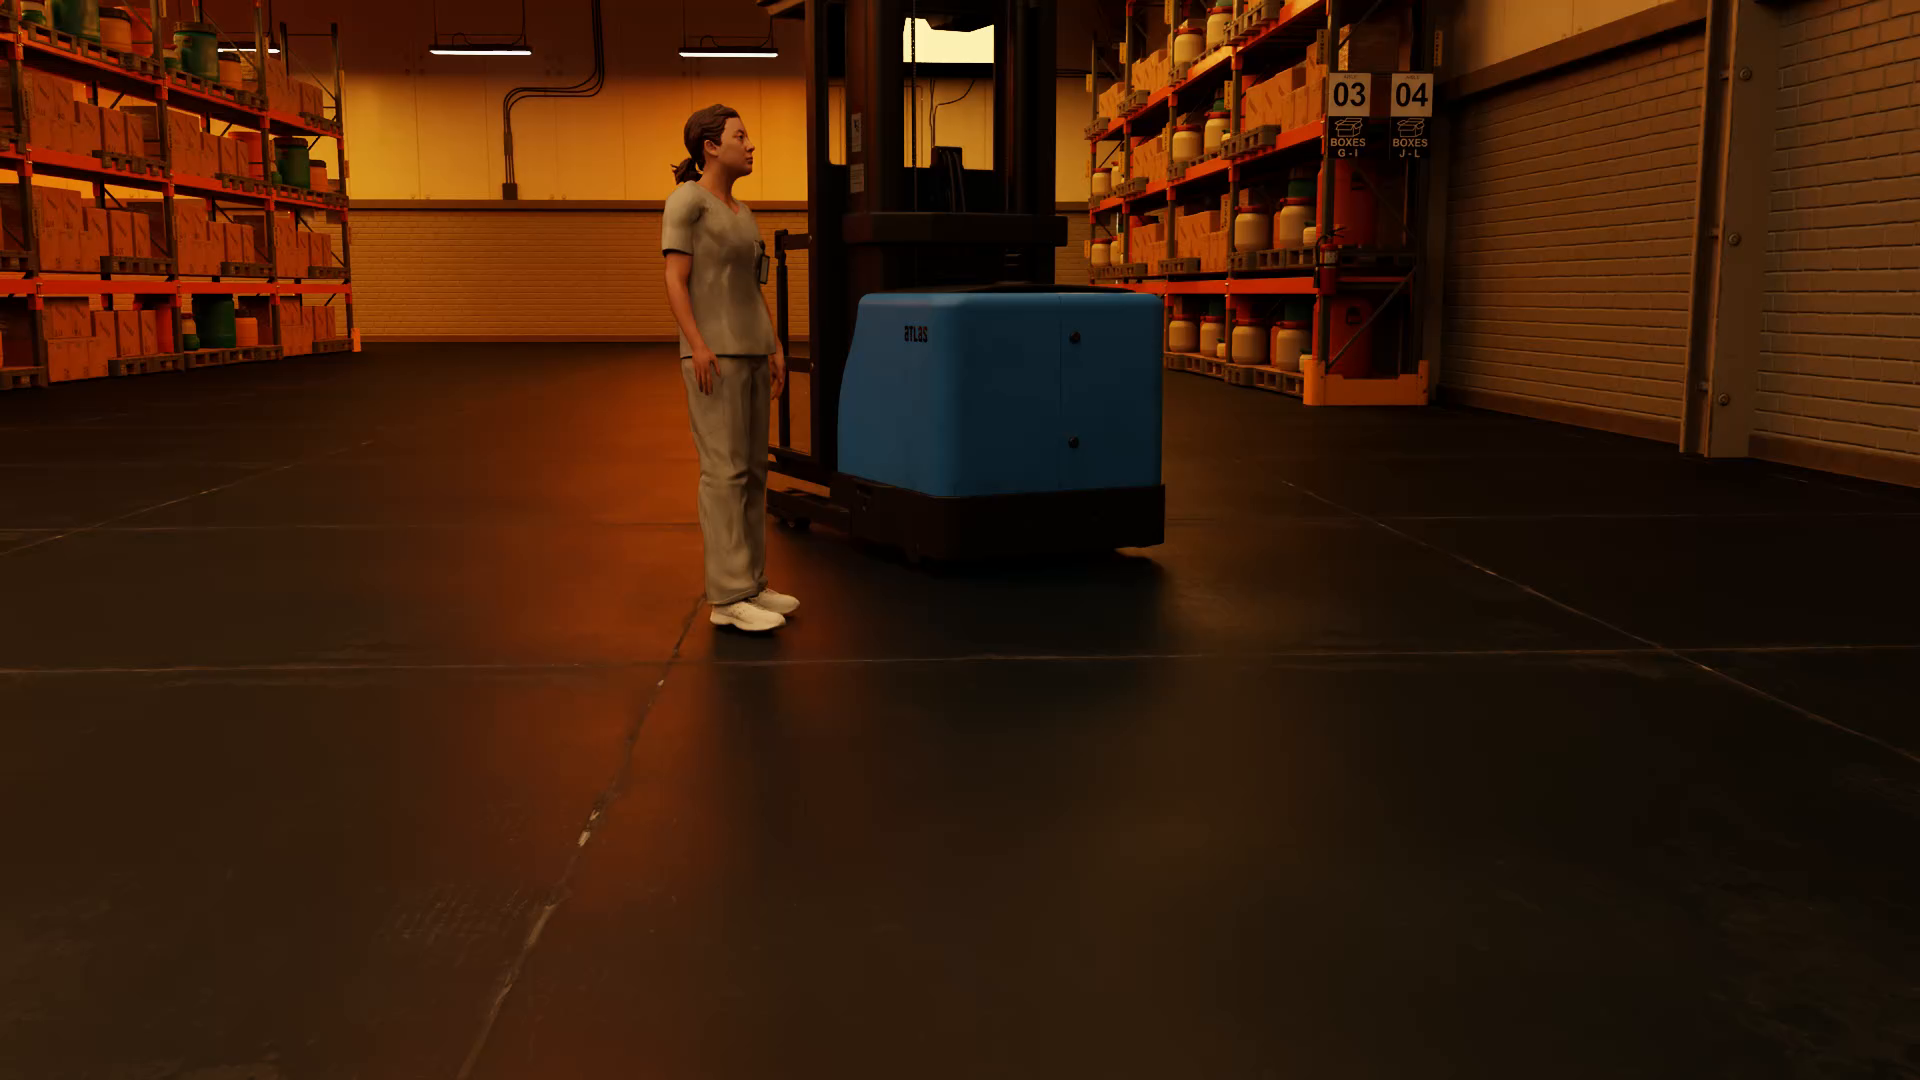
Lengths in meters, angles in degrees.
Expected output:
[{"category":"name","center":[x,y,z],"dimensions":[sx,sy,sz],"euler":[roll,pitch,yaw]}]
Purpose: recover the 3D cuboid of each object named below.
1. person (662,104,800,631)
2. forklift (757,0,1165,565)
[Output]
[{"category":"person","center":[-0.699,-0.578,5.447],"dimensions":[0.533,1.675,0.550],"euler":[4,9,24]},{"category":"forklift","center":[-0.264,-1.530,7.637],"dimensions":[1.130,2.935,3.031],"euler":[-4,9,-25]}]
